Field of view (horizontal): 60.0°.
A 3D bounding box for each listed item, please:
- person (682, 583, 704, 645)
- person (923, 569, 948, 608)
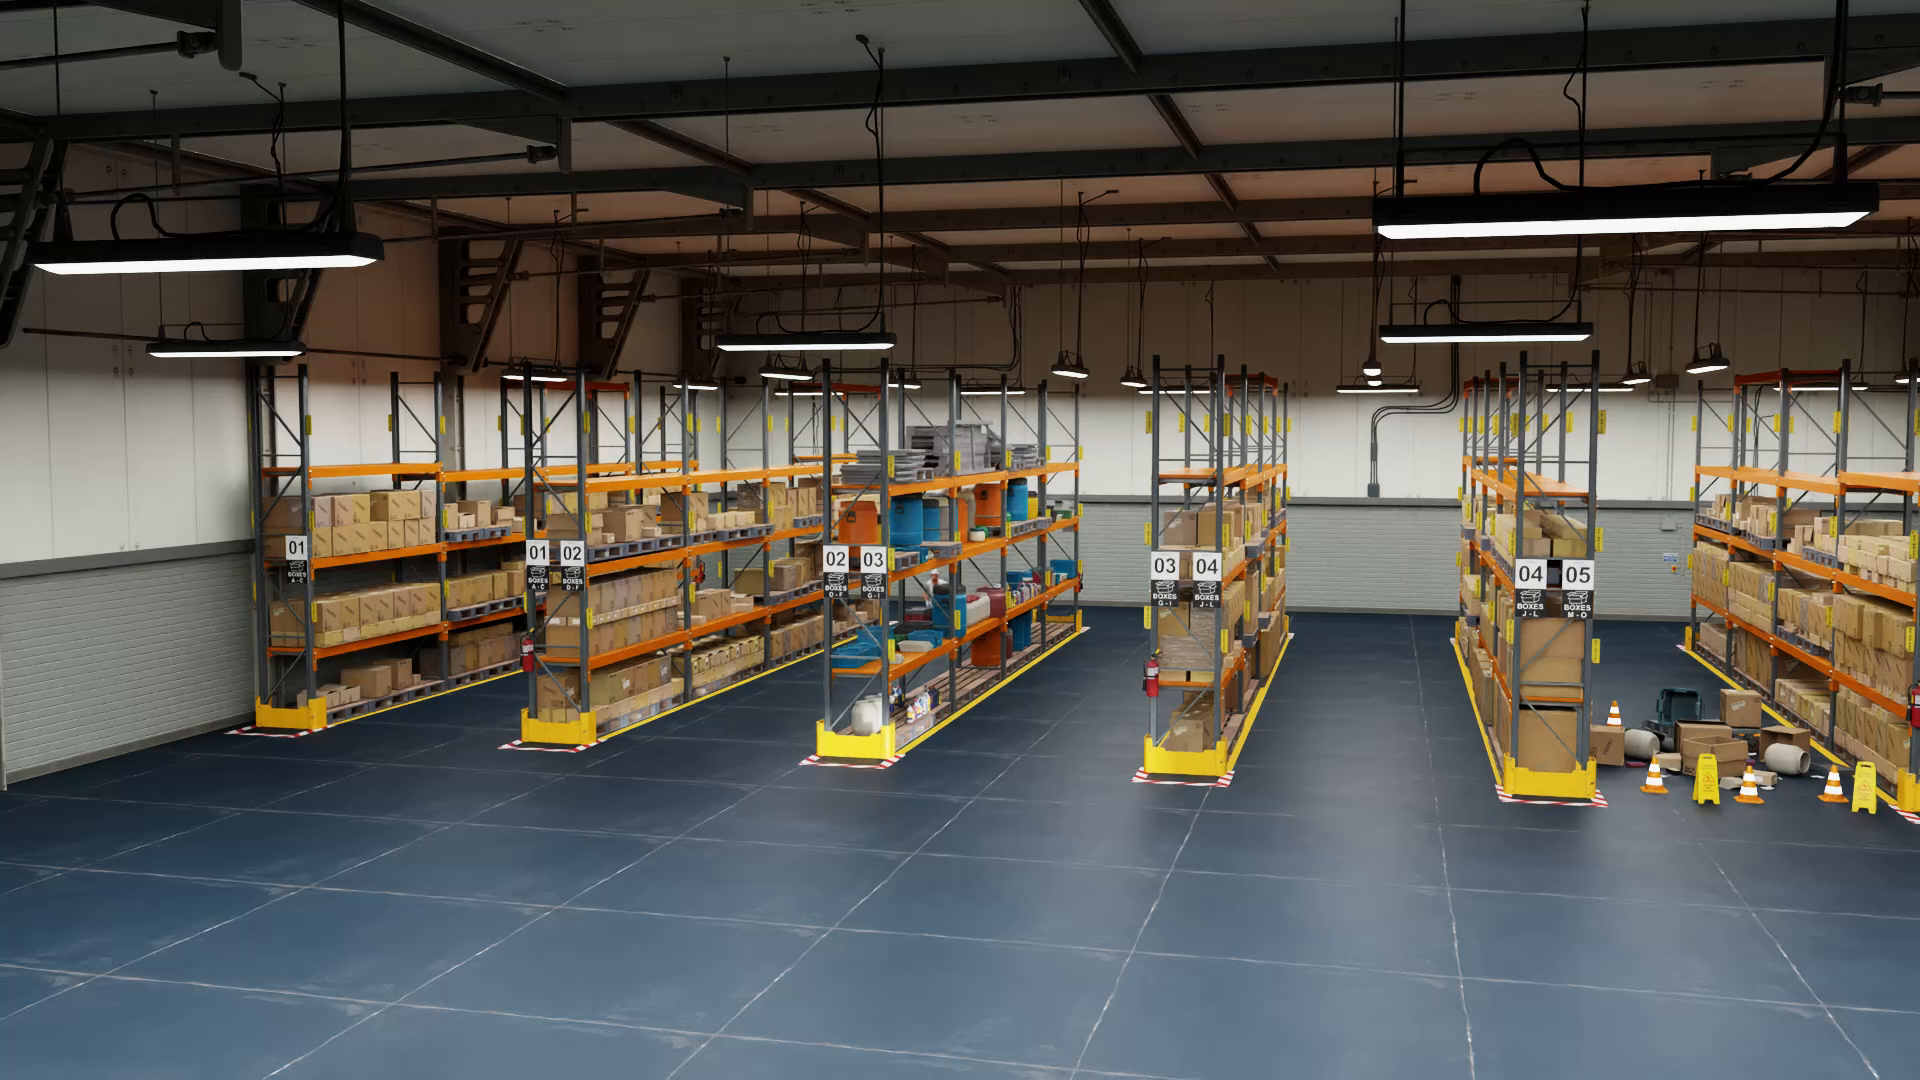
[{"bbox_3d":[-5.653,1.734,35.140,0.628,1.665,1.068,1,4,12],"label":"person"},{"bbox_3d":[-0.531,1.503,38.617,0.671,1.687,0.631,2,4,22],"label":"person"}]
